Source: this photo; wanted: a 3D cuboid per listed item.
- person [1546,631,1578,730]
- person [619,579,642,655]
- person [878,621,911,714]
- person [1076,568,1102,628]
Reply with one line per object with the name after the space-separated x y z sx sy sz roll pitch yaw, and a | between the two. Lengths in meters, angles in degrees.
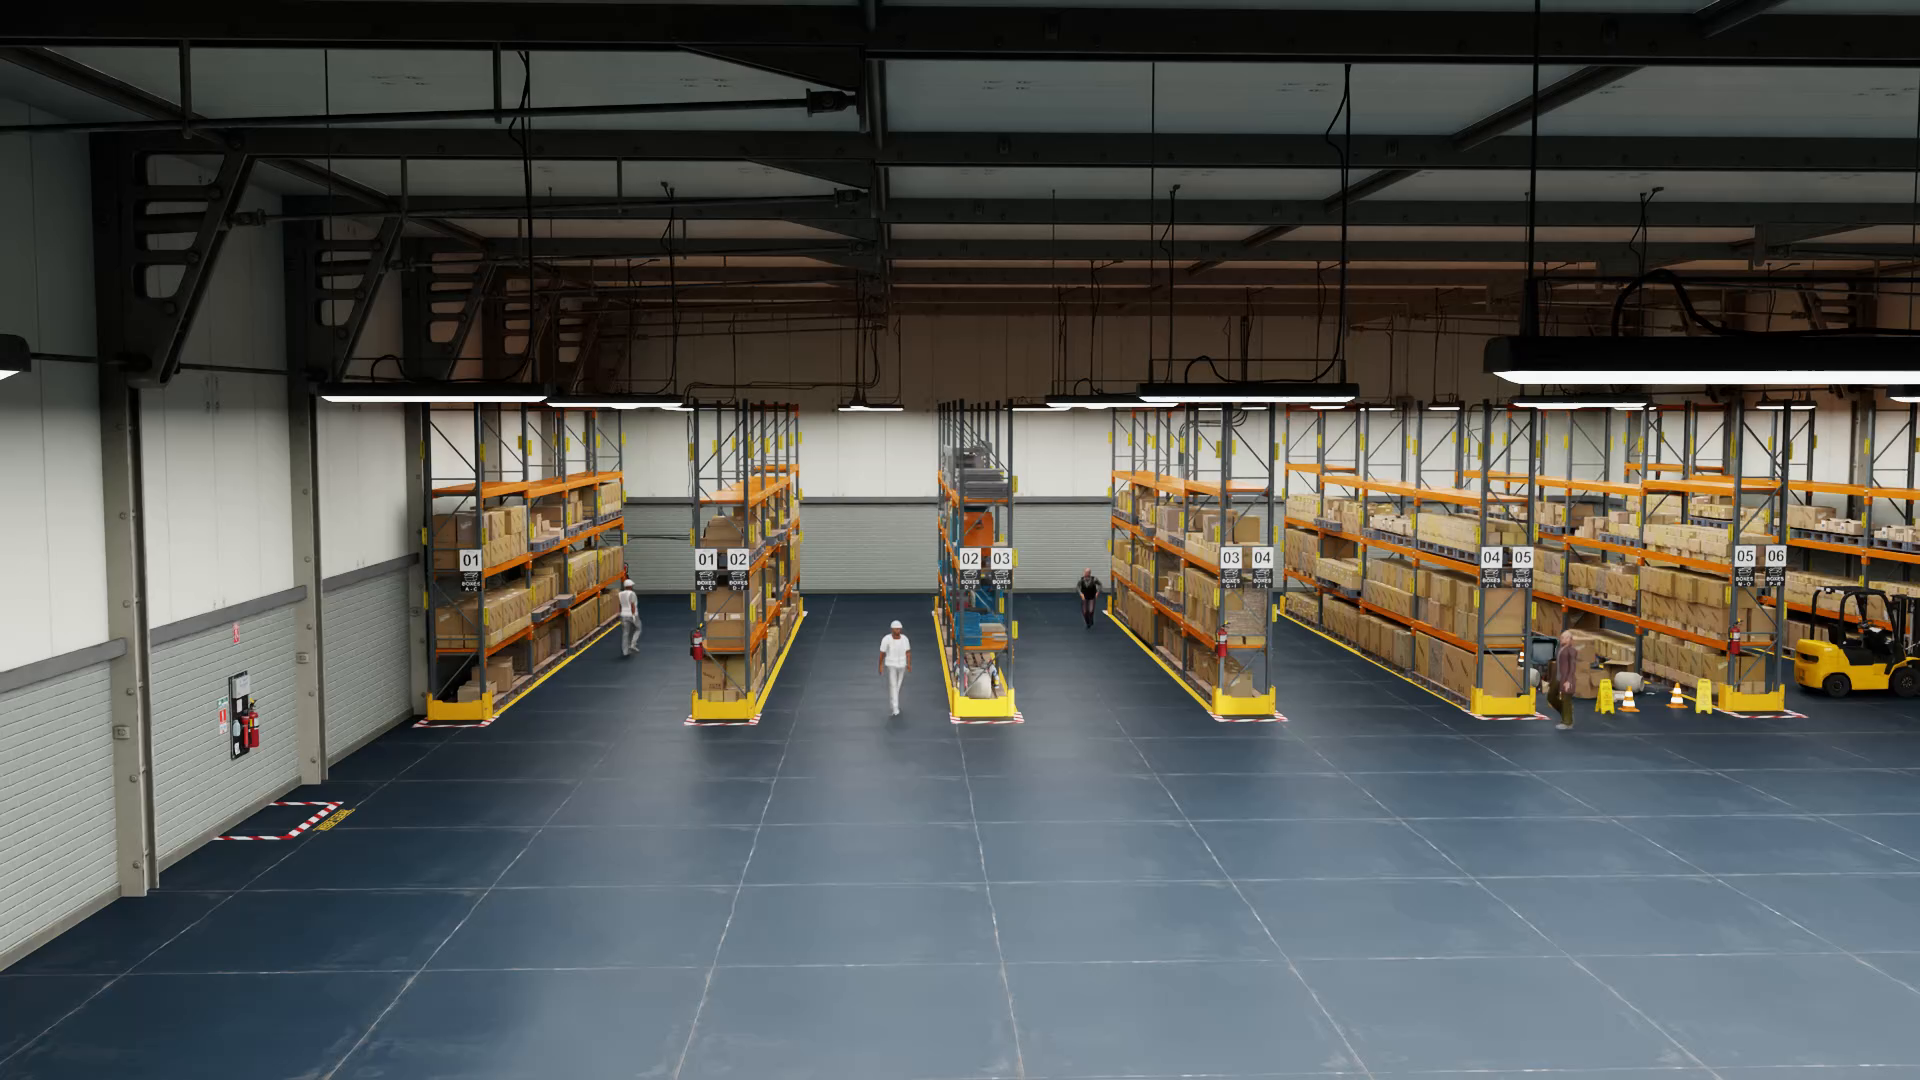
10.939 2.534 30.047 0.540 1.779 0.580 -2 5 -22 | person
-7.888 1.818 39.555 0.557 1.765 0.499 1 4 15 | person
-1.207 2.412 31.927 0.597 1.720 0.917 -3 5 -31 | person
3.471 1.551 44.217 0.612 1.633 0.718 1 4 10 | person
